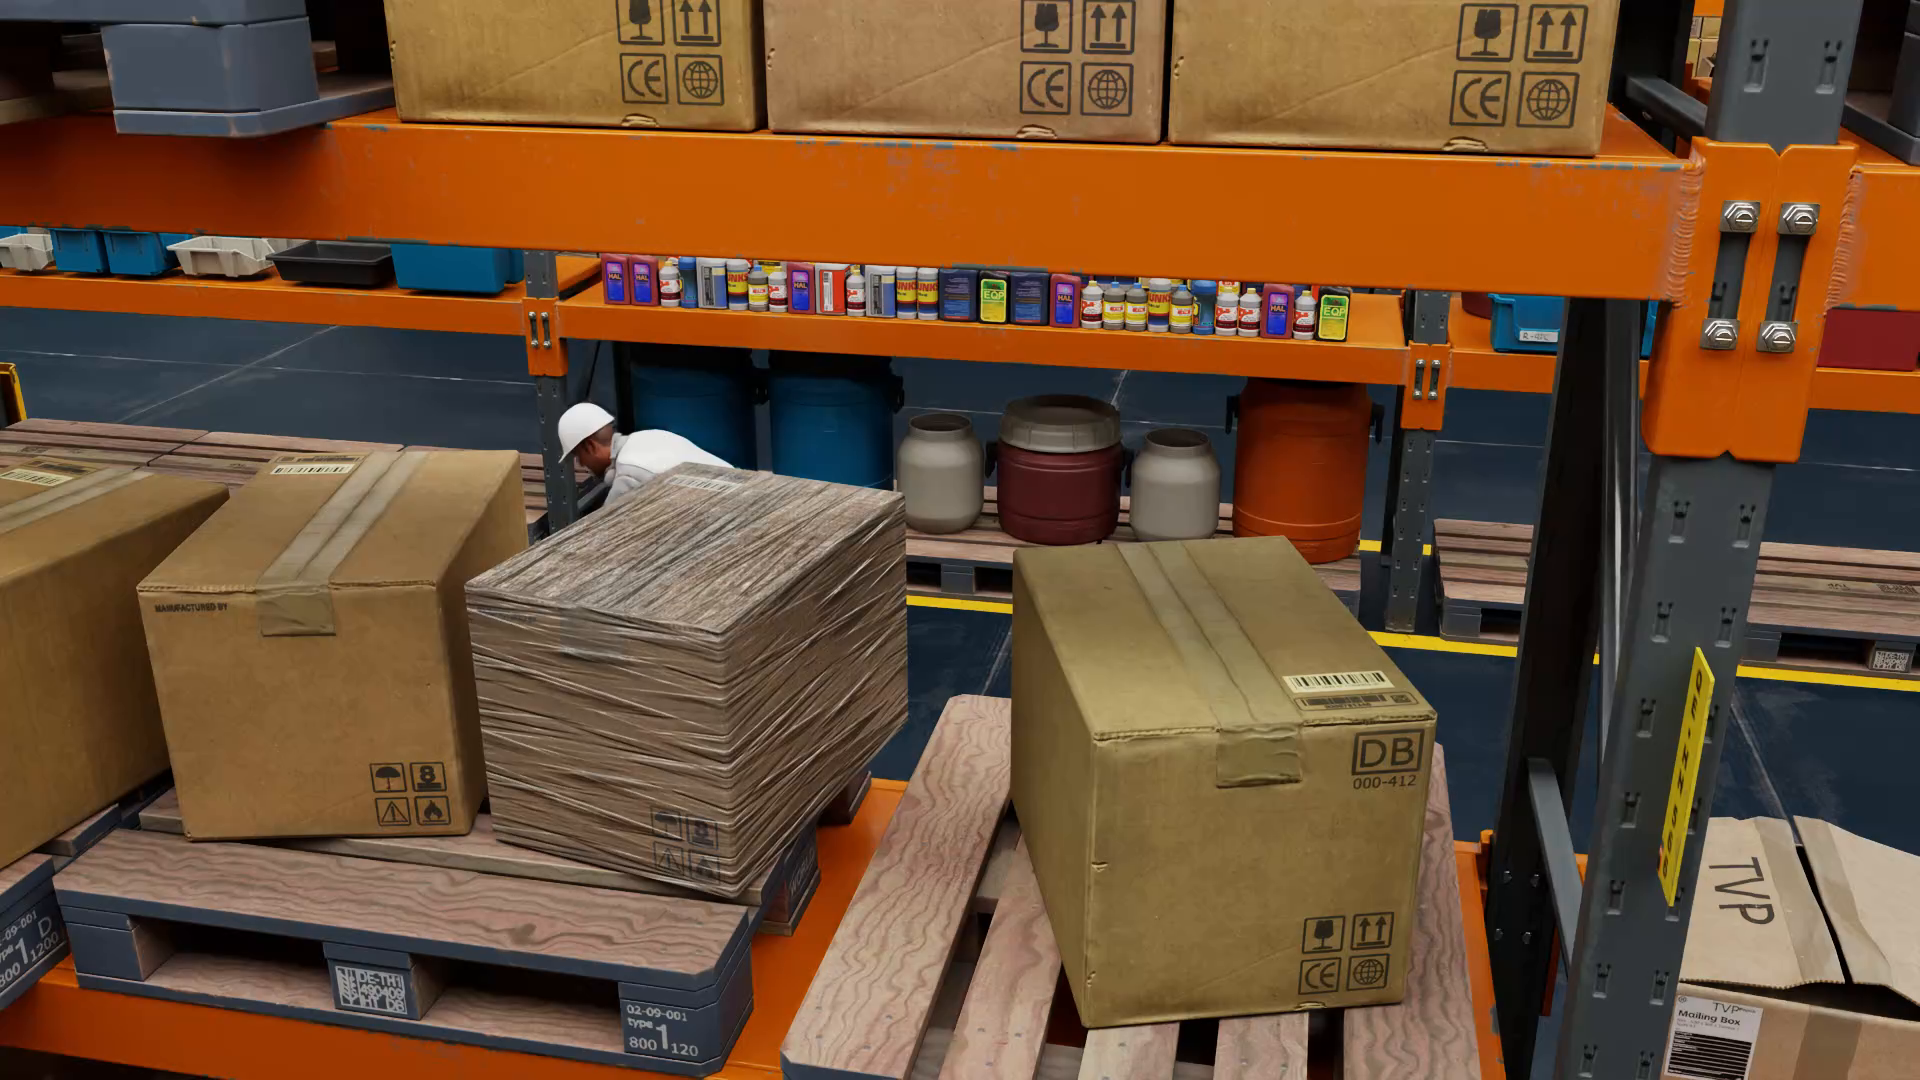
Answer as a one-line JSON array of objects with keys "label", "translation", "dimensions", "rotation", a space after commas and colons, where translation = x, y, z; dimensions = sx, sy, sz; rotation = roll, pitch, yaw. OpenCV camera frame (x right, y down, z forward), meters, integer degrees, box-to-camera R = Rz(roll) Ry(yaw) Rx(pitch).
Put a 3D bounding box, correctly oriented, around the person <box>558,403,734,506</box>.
[{"label": "person", "translation": [-1.228, -0.017, 6.990], "dimensions": [0.865, 1.122, 0.556], "rotation": [4, 22, 11]}]
